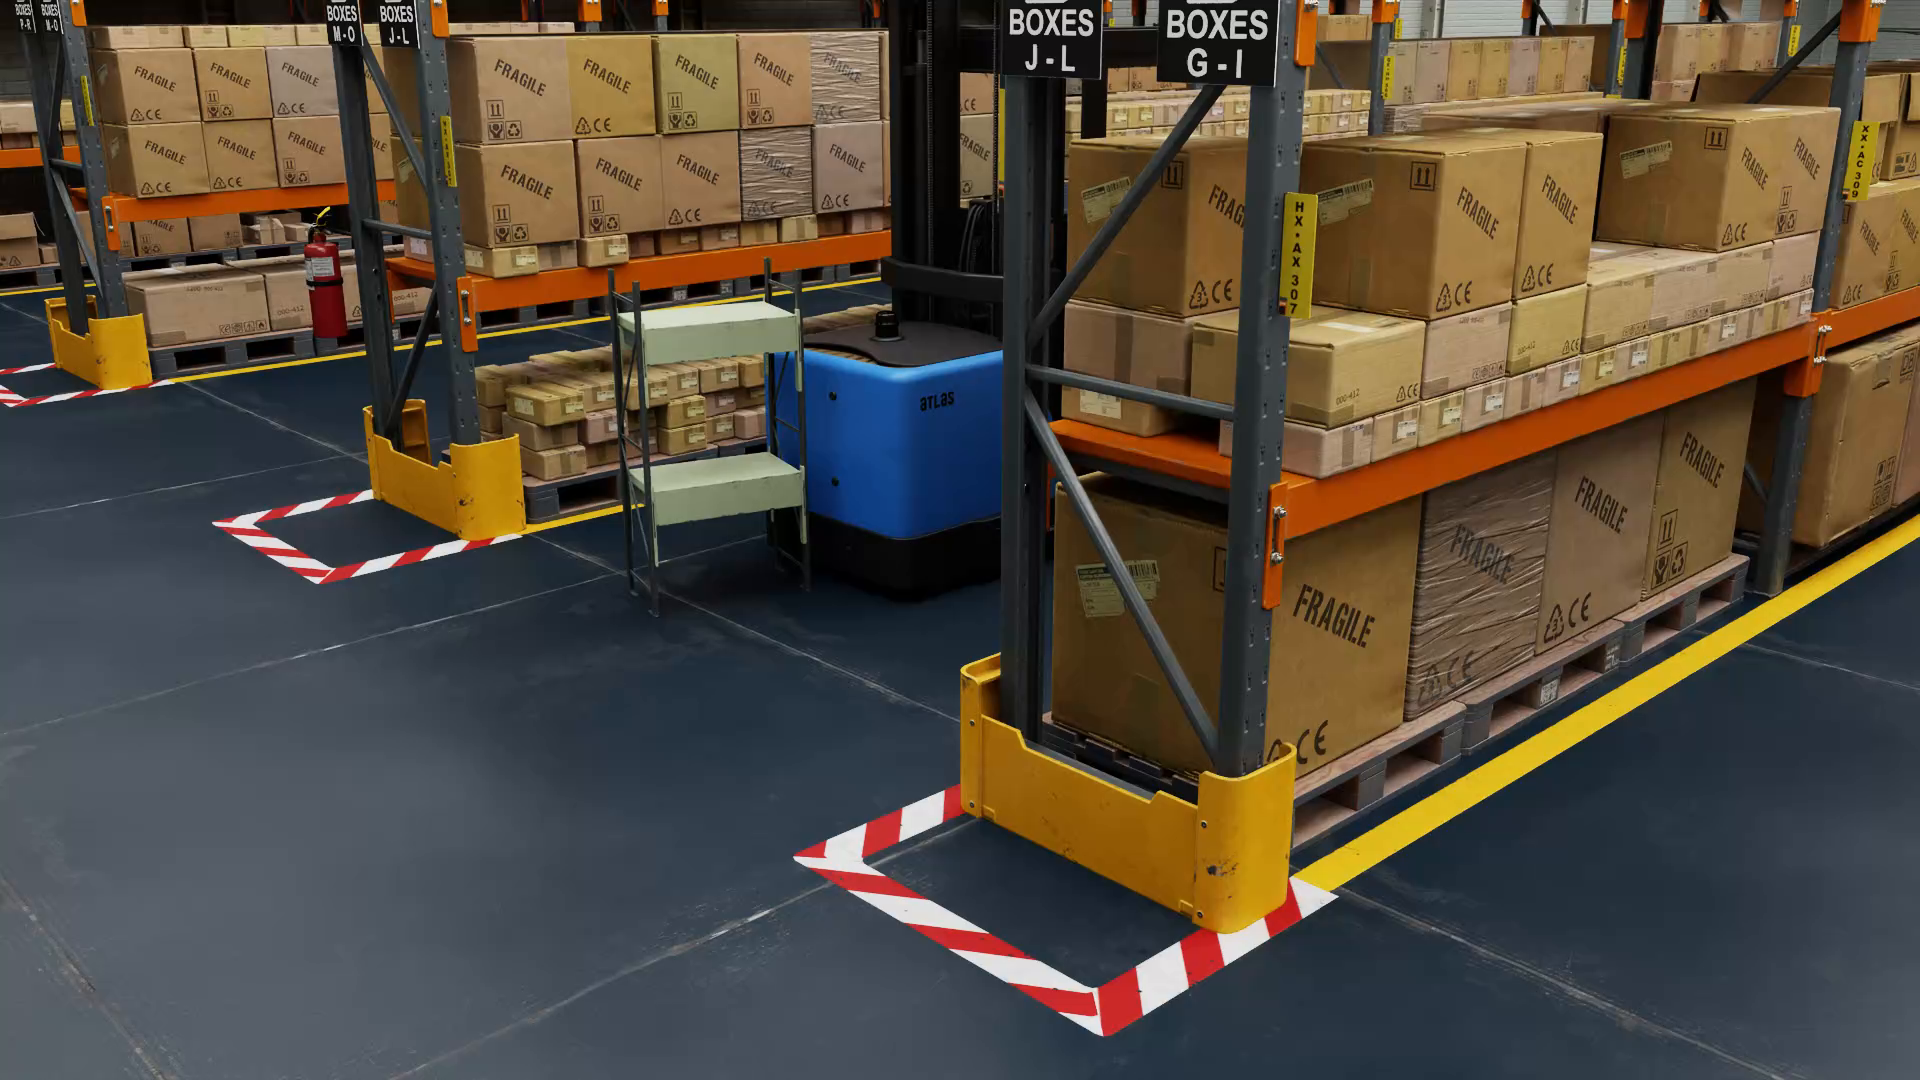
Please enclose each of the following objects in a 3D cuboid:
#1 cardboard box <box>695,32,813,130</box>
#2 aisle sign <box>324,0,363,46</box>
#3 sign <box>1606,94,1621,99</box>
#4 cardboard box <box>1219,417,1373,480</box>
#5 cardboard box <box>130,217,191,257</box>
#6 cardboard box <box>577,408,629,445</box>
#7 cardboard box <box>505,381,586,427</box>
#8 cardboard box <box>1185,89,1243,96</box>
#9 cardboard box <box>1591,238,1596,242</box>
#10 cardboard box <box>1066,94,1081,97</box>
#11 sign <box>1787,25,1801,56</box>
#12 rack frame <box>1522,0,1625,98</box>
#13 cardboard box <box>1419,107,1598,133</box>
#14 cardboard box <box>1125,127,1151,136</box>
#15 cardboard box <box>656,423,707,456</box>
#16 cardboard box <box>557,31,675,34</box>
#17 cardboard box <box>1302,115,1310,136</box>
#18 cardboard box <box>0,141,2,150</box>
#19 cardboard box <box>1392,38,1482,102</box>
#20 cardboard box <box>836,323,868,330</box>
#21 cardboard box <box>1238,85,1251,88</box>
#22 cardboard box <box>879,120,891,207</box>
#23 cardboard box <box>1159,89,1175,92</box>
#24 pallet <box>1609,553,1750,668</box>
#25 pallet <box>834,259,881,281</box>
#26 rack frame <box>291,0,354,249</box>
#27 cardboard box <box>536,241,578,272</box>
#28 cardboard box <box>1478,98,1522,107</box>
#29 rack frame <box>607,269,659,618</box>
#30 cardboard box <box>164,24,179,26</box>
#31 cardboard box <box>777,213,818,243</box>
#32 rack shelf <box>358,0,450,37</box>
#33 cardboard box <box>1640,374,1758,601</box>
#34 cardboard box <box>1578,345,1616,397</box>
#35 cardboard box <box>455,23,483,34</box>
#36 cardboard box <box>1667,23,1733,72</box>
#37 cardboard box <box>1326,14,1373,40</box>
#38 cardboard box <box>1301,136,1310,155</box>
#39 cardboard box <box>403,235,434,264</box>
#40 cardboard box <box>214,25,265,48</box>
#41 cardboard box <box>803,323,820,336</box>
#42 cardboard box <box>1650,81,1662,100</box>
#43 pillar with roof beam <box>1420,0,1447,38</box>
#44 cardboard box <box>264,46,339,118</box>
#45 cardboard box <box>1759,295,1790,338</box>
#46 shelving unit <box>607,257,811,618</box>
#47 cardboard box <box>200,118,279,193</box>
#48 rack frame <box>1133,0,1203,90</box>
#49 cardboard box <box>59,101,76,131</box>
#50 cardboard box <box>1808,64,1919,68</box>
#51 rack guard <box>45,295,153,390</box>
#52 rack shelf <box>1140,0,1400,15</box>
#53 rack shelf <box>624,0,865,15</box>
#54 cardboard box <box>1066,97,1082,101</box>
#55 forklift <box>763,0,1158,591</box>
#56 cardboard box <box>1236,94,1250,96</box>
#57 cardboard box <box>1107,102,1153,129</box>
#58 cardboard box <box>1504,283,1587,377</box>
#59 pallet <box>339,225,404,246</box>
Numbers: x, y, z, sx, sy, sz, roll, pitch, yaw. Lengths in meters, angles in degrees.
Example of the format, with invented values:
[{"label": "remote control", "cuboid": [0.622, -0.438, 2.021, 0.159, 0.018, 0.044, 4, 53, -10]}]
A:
[{"label": "cardboard box", "cuboid": [-1.183, -2.585, 9.328, 0.500, 0.500, 0.500, 17, 25, 42]}, {"label": "aisle sign", "cuboid": [-3.074, -2.851, 8.198, 0.004, 0.787, 0.394, -16, 24, -41]}, {"label": "sign", "cuboid": [3.046, -1.909, 7.762, 0.005, 0.325, 0.100, -16, 24, -41]}, {"label": "cardboard box", "cuboid": [1.004, -0.311, 4.988, 0.250, 0.149, 0.380, -16, 24, -40]}, {"label": "cardboard box", "cuboid": [-8.092, -3.143, 16.686, 0.500, 0.500, 0.500, -16, 24, -40]}, {"label": "cardboard box", "cuboid": [-2.020, -0.646, 9.073, 0.250, 0.149, 0.380, -16, 24, -41]}, {"label": "cardboard box", "cuboid": [-2.201, -0.724, 8.830, 0.380, 0.149, 0.250, 17, 24, 41]}, {"label": "cardboard box", "cuboid": [1.961, -3.402, 12.874, 0.380, 0.149, 0.250, 17, 24, 42]}, {"label": "cardboard box", "cuboid": [2.540, -1.202, 7.089, 0.500, 0.250, 0.500, -16, 24, -41]}, {"label": "cardboard box", "cuboid": [1.095, -4.784, 18.104, 0.250, 0.149, 0.380, -15, 23, -39]}, {"label": "sign", "cuboid": [9.174, -5.491, 18.297, 0.005, 0.325, 0.100, -16, 24, -41]}, {"label": "rack frame", "cuboid": [5.904, -4.105, 16.282, 0.127, 3.000, 1.000, -16, 24, -41]}, {"label": "cardboard box", "cuboid": [2.164, -1.446, 6.625, 0.500, 0.500, 0.500, 17, 25, 42]}, {"label": "cardboard box", "cuboid": [1.068, -2.722, 11.261, 0.250, 0.149, 0.380, -16, 24, -40]}, {"label": "cardboard box", "cuboid": [-1.644, -0.603, 9.421, 0.250, 0.149, 0.380, -16, 24, -40]}, {"label": "cardboard box", "cuboid": [-1.914, -2.599, 9.372, 0.500, 0.500, 0.500, -15, 23, -38]}, {"label": "cardboard box", "cuboid": [2.388, -3.106, 12.446, 0.250, 0.149, 0.380, -16, 24, -41]}, {"label": "cardboard box", "cuboid": [-9.122, -3.715, 15.485, 0.250, 0.149, 0.380, -15, 24, -39]}, {"label": "cardboard box", "cuboid": [4.069, -4.090, 14.453, 0.500, 0.500, 0.700, -17, 24, -42]}, {"label": "cardboard box", "cuboid": [-0.565, -1.248, 10.447, 0.250, 0.149, 0.380, -15, 23, -39]}, {"label": "cardboard box", "cuboid": [3.290, -5.524, 20.015, 0.500, 0.500, 0.500, -16, 24, -41]}, {"label": "cardboard box", "cuboid": [-0.444, -2.323, 10.142, 0.500, 0.500, 0.500, -17, 25, -42]}, {"label": "cardboard box", "cuboid": [2.246, -5.102, 19.084, 0.250, 0.149, 0.380, -16, 24, -40]}, {"label": "pallet", "cuboid": [2.819, 0.193, 7.546, 1.213, 0.211, 1.003, -16, 24, -41]}, {"label": "pallet", "cuboid": [-1.101, -2.869, 16.990, 1.213, 0.211, 1.003, -16, 24, -41]}, {"label": "rack frame", "cuboid": [-6.796, -4.609, 17.837, 0.127, 3.000, 1.000, -16, 24, -41]}, {"label": "cardboard box", "cuboid": [-2.198, -1.501, 8.658, 0.250, 0.149, 0.380, -15, 23, -39]}, {"label": "cardboard box", "cuboid": [4.607, -3.660, 14.747, 0.500, 0.500, 0.500, -17, 24, -41]}, {"label": "rack frame", "cuboid": [-1.444, -0.421, 7.351, 0.023, 1.500, 0.400, -9, 20, -26]}, {"label": "cardboard box", "cuboid": [-5.868, -3.735, 12.307, 0.250, 0.149, 0.380, -17, 24, -41]}, {"label": "cardboard box", "cuboid": [-1.042, -1.830, 9.672, 0.250, 0.149, 0.380, -16, 24, -40]}, {"label": "rack shelf", "cuboid": [-1.362, -3.071, 9.395, 4.000, 0.370, 1.077, -16, 24, -41]}, {"label": "cardboard box", "cuboid": [2.891, -0.344, 7.446, 0.875, 0.875, 0.875, -16, 24, -41]}, {"label": "cardboard box", "cuboid": [2.121, -0.637, 5.994, 0.250, 0.149, 0.380, -17, 25, -42]}, {"label": "cardboard box", "cuboid": [-4.014, -4.053, 13.287, 0.250, 0.149, 0.380, -17, 24, -41]}, {"label": "cardboard box", "cuboid": [7.678, -5.242, 17.796, 0.550, 0.550, 0.875, -16, 24, -41]}, {"label": "cardboard box", "cuboid": [5.115, -6.548, 21.551, 0.500, 0.500, 0.700, -17, 25, -42]}, {"label": "cardboard box", "cuboid": [2.403, -2.971, 12.512, 0.250, 0.149, 0.380, -17, 24, -42]}, {"label": "cardboard box", "cuboid": [-2.772, -1.575, 8.887, 0.250, 0.149, 0.380, -16, 24, -41]}, {"label": "cardboard box", "cuboid": [-5.253, -3.656, 12.061, 0.380, 0.149, 0.250, 17, 25, 42]}, {"label": "cardboard box", "cuboid": [-1.107, -1.304, 10.620, 0.250, 0.149, 0.380, -16, 24, -40]}, {"label": "cardboard box", "cuboid": [6.548, -4.379, 16.883, 0.550, 0.550, 0.875, -16, 24, -41]}, {"label": "pillar with roof beam", "cuboid": [12.475, -11.638, 29.790, 0.400, 9.000, 9.100, -16, 24, -41]}, {"label": "cardboard box", "cuboid": [-5.006, -3.433, 12.426, 0.500, 0.500, 0.500, -16, 24, -41]}, {"label": "cardboard box", "cuboid": [3.242, -0.965, 7.003, 0.250, 0.149, 0.380, -16, 24, -40]}, {"label": "shelving unit", "cuboid": [-1.120, -0.473, 7.513, 0.755, 1.500, 0.431, -9, 20, -26]}, {"label": "cardboard box", "cuboid": [-5.395, -2.848, 12.244, 0.500, 0.500, 0.500, -17, 24, -42]}, {"label": "rack frame", "cuboid": [2.430, -5.193, 19.637, 0.127, 3.000, 1.000, -16, 24, -41]}, {"label": "cardboard box", "cuboid": [-8.455, -4.083, 15.974, 0.500, 0.250, 0.500, -17, 24, -42]}, {"label": "cardboard box", "cuboid": [4.832, -2.217, 8.670, 0.637, 0.503, 0.797, -15, 23, -39]}, {"label": "rack guard", "cuboid": [-6.307, -1.456, 12.165, 0.348, 0.500, 1.175, -16, 24, -41]}, {"label": "rack shelf", "cuboid": [3.883, -6.701, 20.593, 4.000, 0.370, 1.077, -16, 24, -41]}, {"label": "rack shelf", "cuboid": [-2.436, -6.965, 21.407, 4.000, 0.370, 1.077, -16, 24, -41]}, {"label": "cardboard box", "cuboid": [0.823, -3.069, 11.849, 0.250, 0.149, 0.380, -16, 24, -41]}, {"label": "forklift", "cuboid": [0.445, -1.532, 8.456, 1.130, 2.935, 3.031, 17, 25, 42]}, {"label": "cardboard box", "cuboid": [2.212, -3.199, 12.248, 0.250, 0.149, 0.380, -16, 24, -41]}, {"label": "cardboard box", "cuboid": [1.080, -2.868, 11.227, 0.250, 0.149, 0.380, -16, 24, -40]}, {"label": "cardboard box", "cuboid": [1.794, -0.758, 5.720, 0.500, 0.250, 0.500, 17, 25, 42]}, {"label": "pallet", "cuboid": [-6.231, -3.464, 18.825, 1.213, 0.211, 1.003, -16, 24, -41]}]
